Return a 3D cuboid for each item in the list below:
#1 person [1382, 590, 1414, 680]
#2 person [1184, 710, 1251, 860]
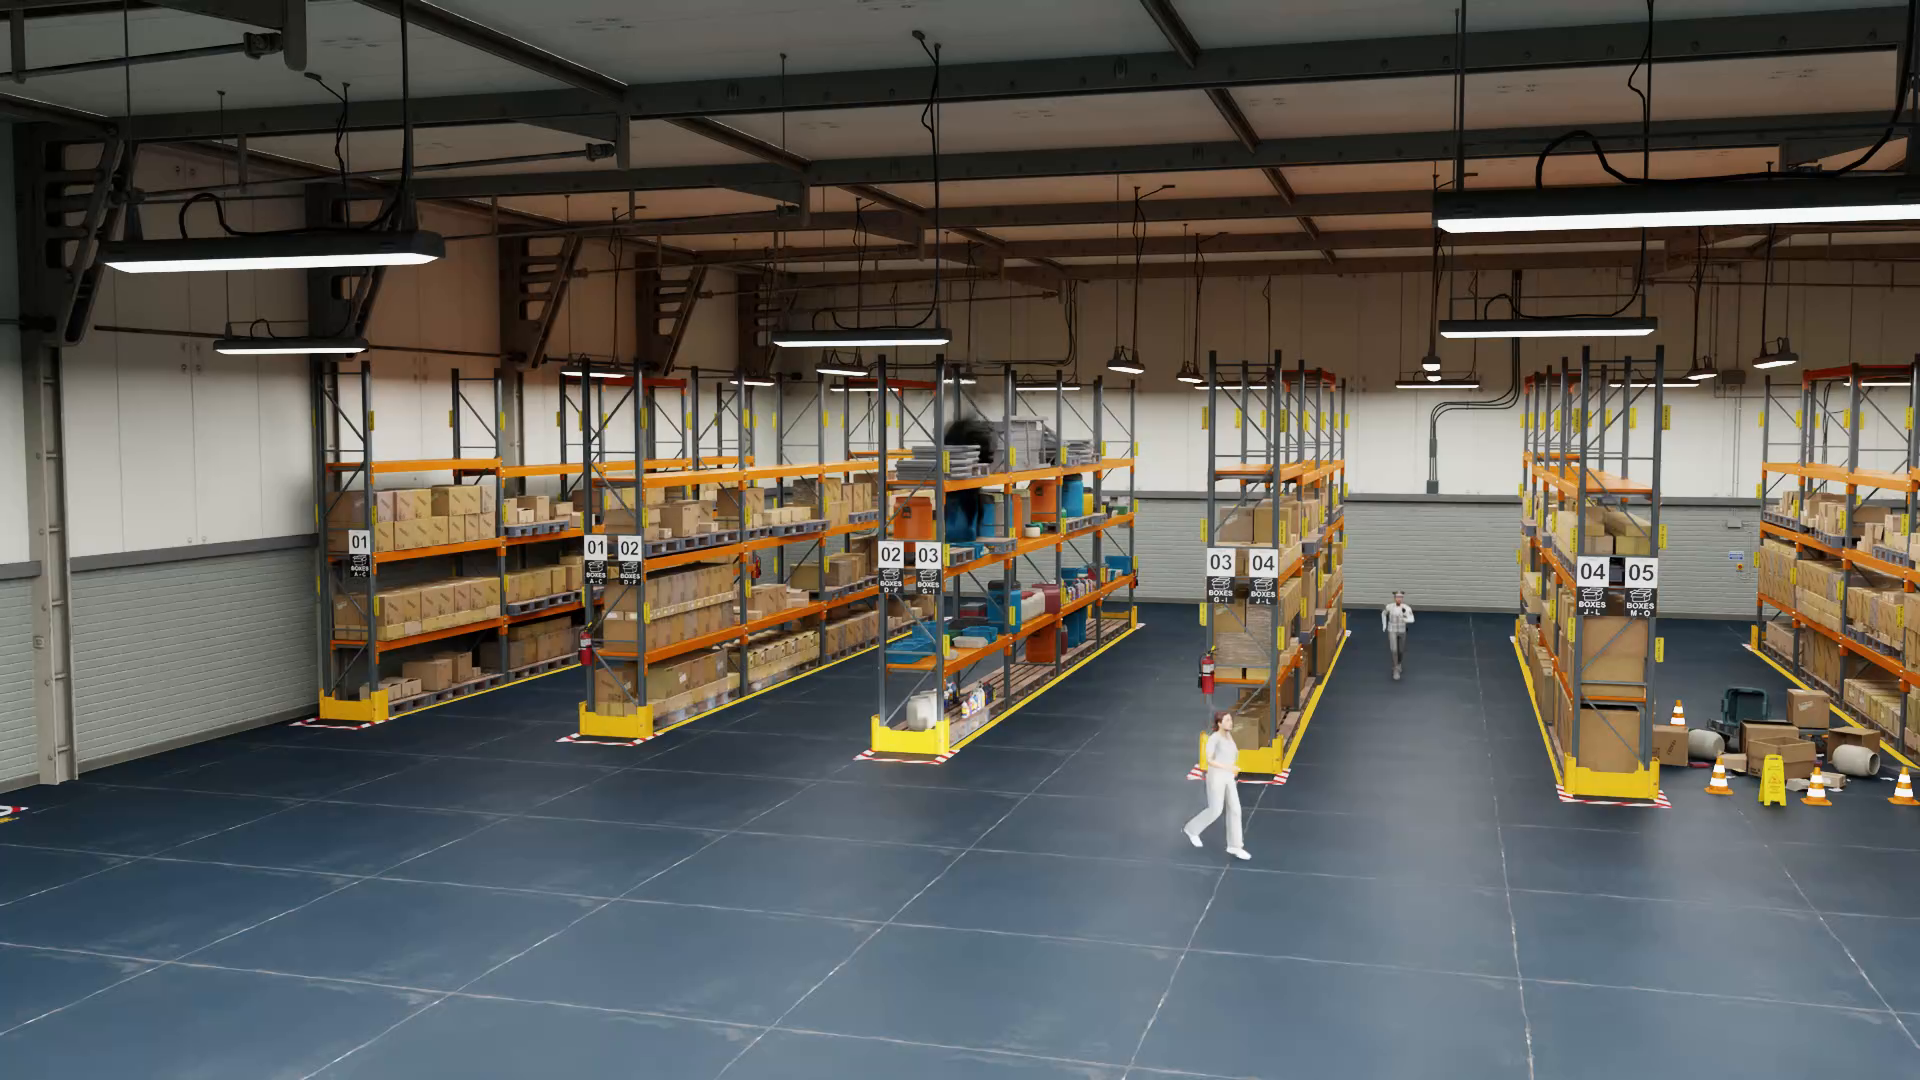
[{"bbox_3d":[8.544,1.814,32.442,0.600,1.699,0.909,1,4,11],"label":"person"},{"bbox_3d":[2.993,2.794,19.222,0.848,1.688,0.587,4,6,43],"label":"person"}]
